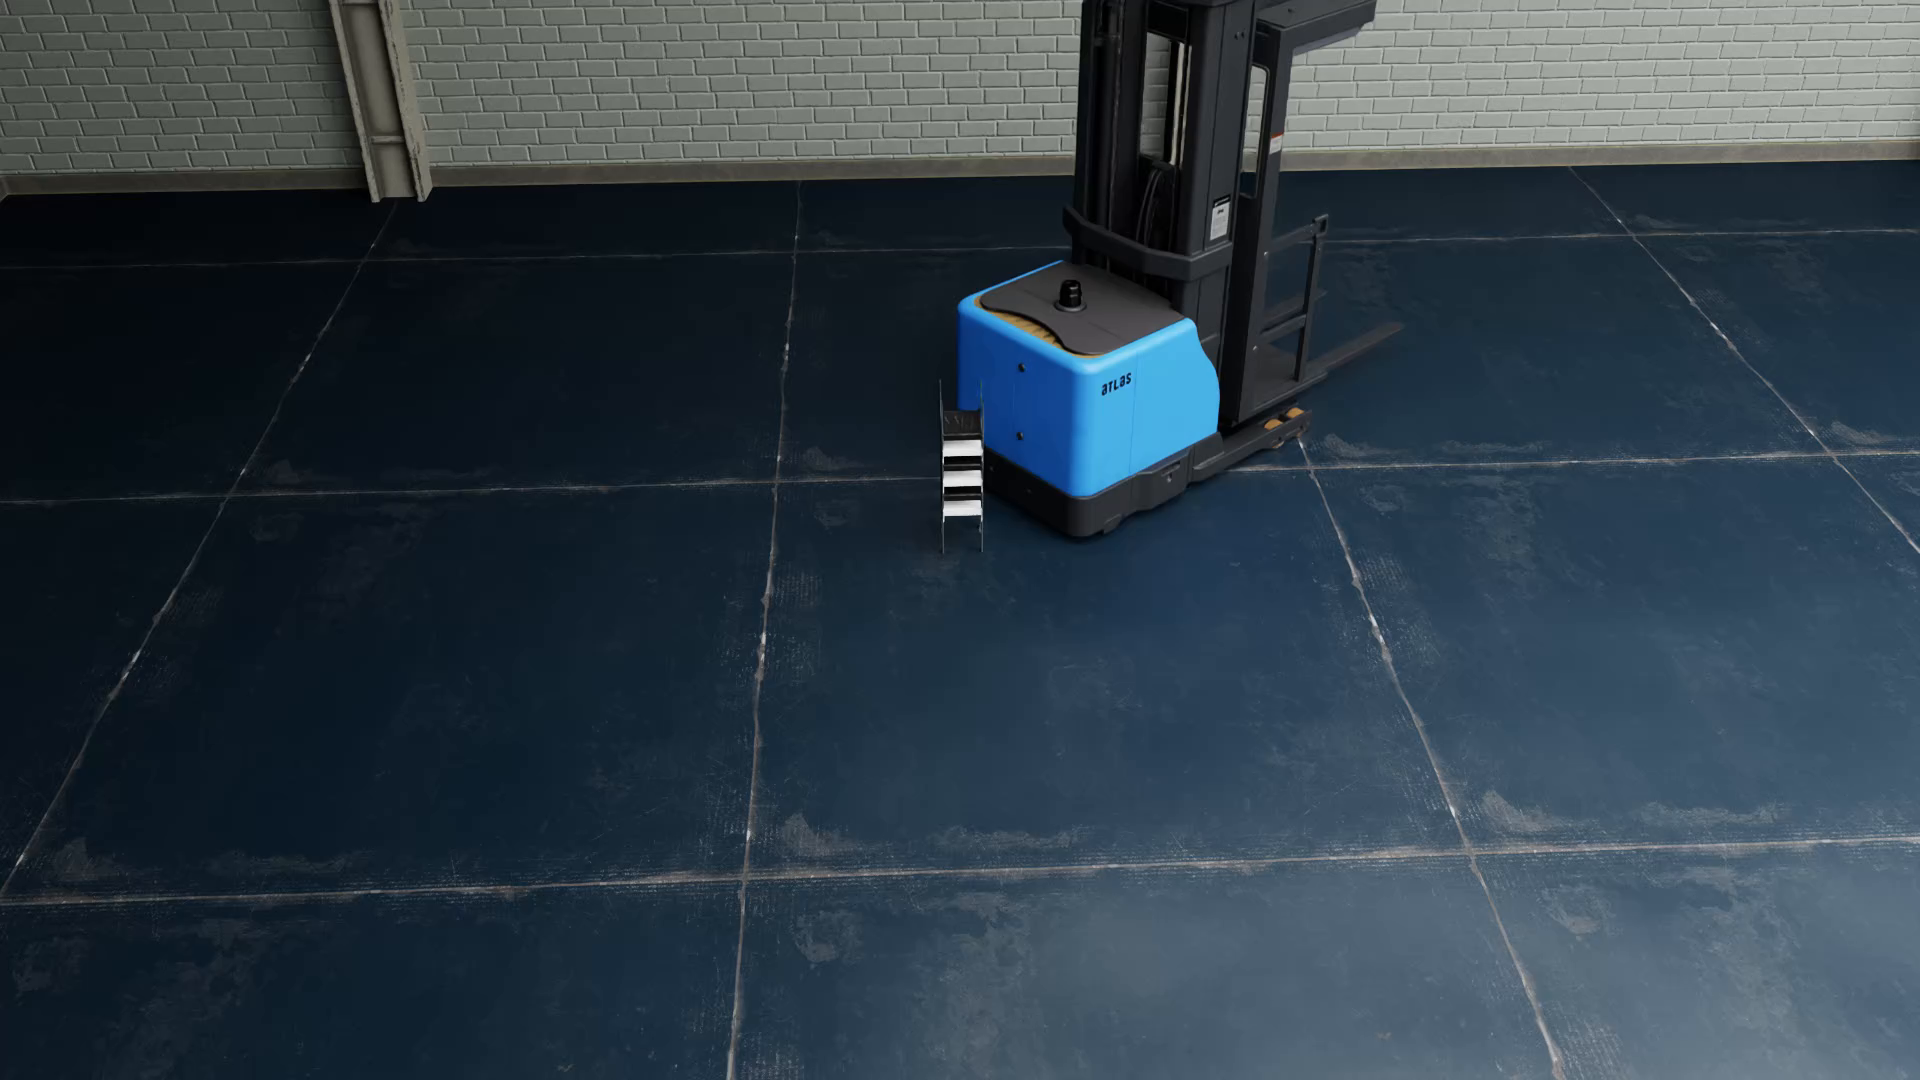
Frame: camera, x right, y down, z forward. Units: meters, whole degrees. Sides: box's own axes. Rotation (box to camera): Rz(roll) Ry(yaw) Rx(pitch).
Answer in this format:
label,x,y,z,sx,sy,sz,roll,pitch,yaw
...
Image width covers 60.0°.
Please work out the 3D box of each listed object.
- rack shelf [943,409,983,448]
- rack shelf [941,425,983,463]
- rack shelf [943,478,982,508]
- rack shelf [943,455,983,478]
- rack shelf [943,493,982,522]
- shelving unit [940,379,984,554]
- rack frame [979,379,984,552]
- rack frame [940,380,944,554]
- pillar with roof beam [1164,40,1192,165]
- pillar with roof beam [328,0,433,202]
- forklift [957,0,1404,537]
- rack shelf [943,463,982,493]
label,x,y,z,sx,sy,sz,roll,pitch,yaw
rack shelf,0.008,-0.565,8.396,0.200,0.077,0.258,-2,35,-2
rack shelf,0.008,-0.491,8.447,0.200,0.077,0.258,-2,35,-2
rack shelf,0.008,-0.269,8.601,0.200,0.077,0.258,-2,35,-2
rack shelf,0.008,-0.417,8.498,0.200,0.077,0.258,-2,35,-2
rack shelf,0.008,-0.195,8.652,0.200,0.077,0.258,-2,35,-2
shelving unit,0.008,-0.370,8.530,0.210,0.900,0.258,-2,35,-2
rack frame,0.110,-0.373,8.534,0.006,0.900,0.240,-2,35,-2
rack frame,-0.093,-0.367,8.526,0.006,0.900,0.240,-2,35,-2
pillar with roof beam,1.983,-4.035,6.709,0.400,9.000,9.100,-2,35,-2
pillar with roof beam,-4.010,-3.873,6.475,0.400,9.000,9.100,-2,35,-2
forklift,1.406,-1.930,9.000,3.031,2.935,1.130,-27,43,-33
rack shelf,0.008,-0.343,8.549,0.200,0.077,0.258,-2,35,-2
